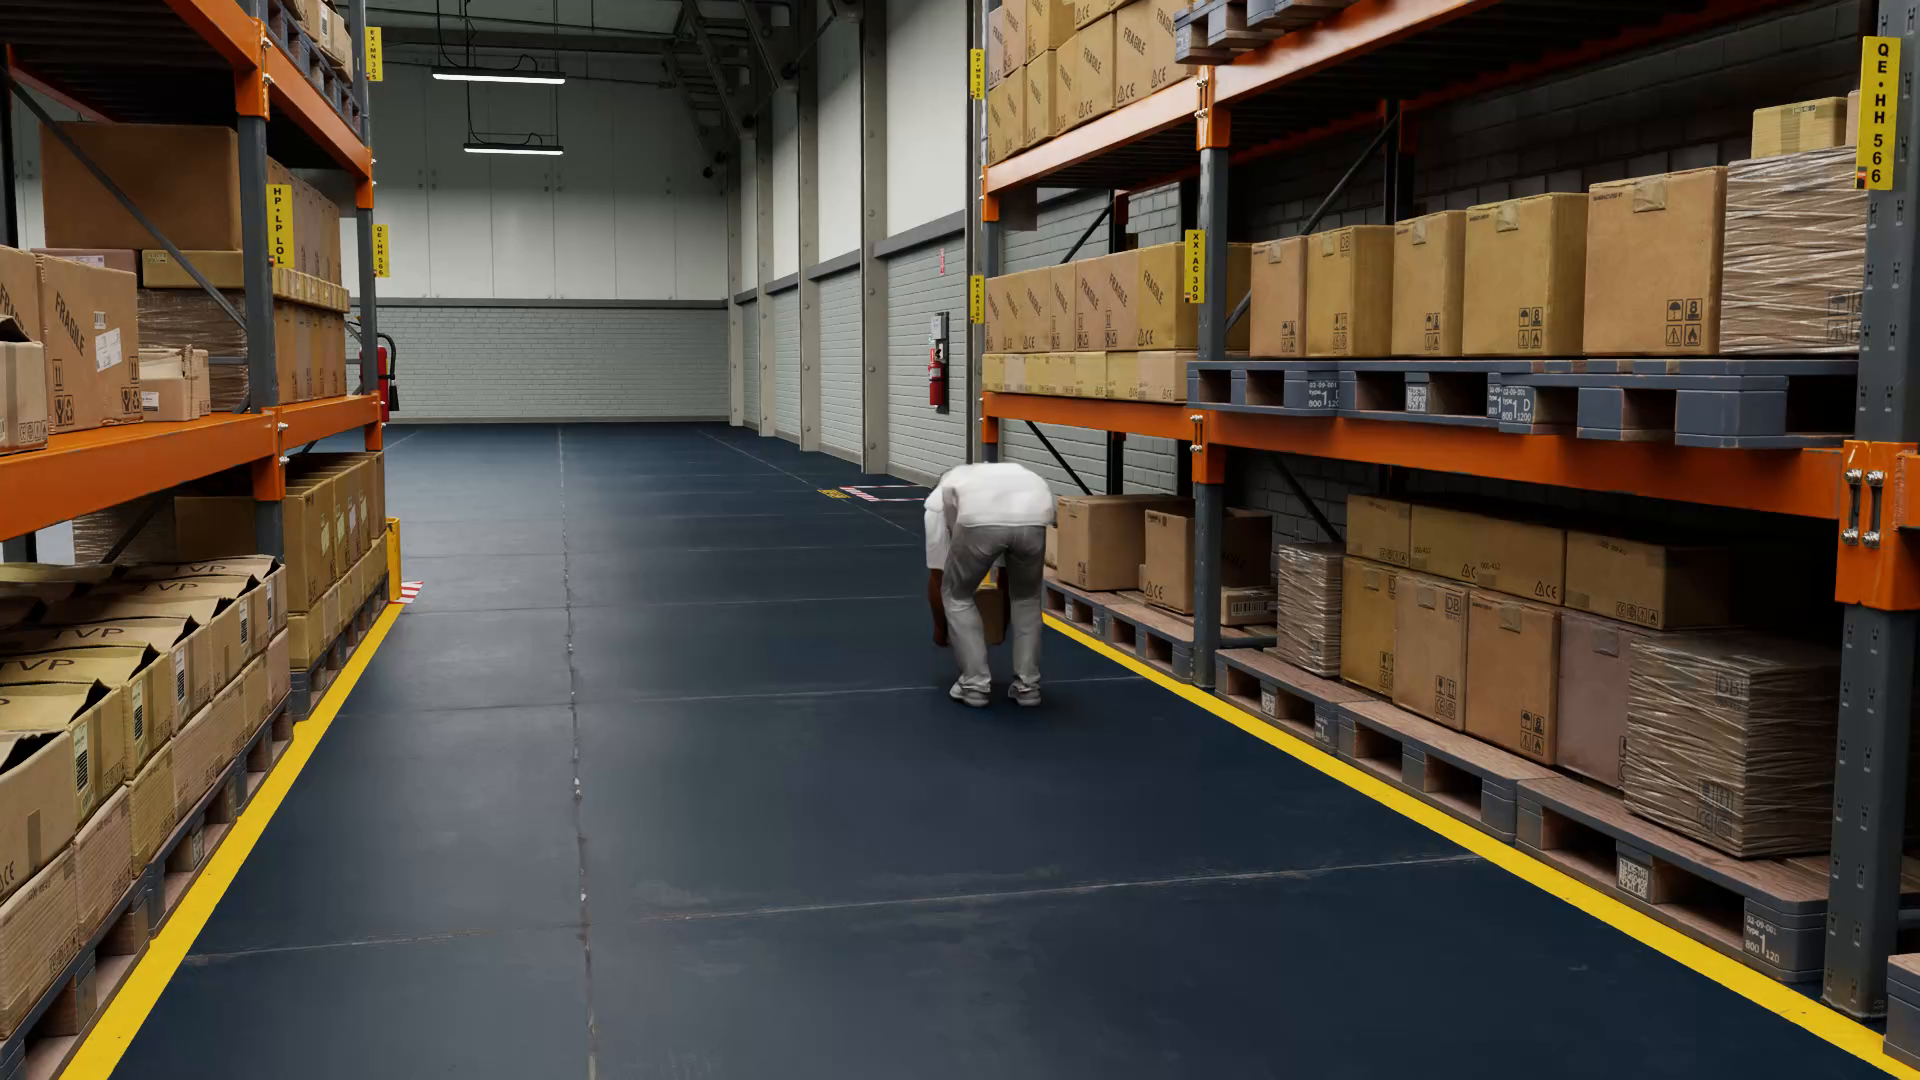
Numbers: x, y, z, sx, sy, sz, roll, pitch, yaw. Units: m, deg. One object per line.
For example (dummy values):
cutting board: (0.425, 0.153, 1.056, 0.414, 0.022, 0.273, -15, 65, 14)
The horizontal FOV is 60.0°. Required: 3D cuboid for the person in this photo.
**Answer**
person: (0.095, 0.170, 7.533, 0.489, 1.065, 0.982, -2, 6, -16)
